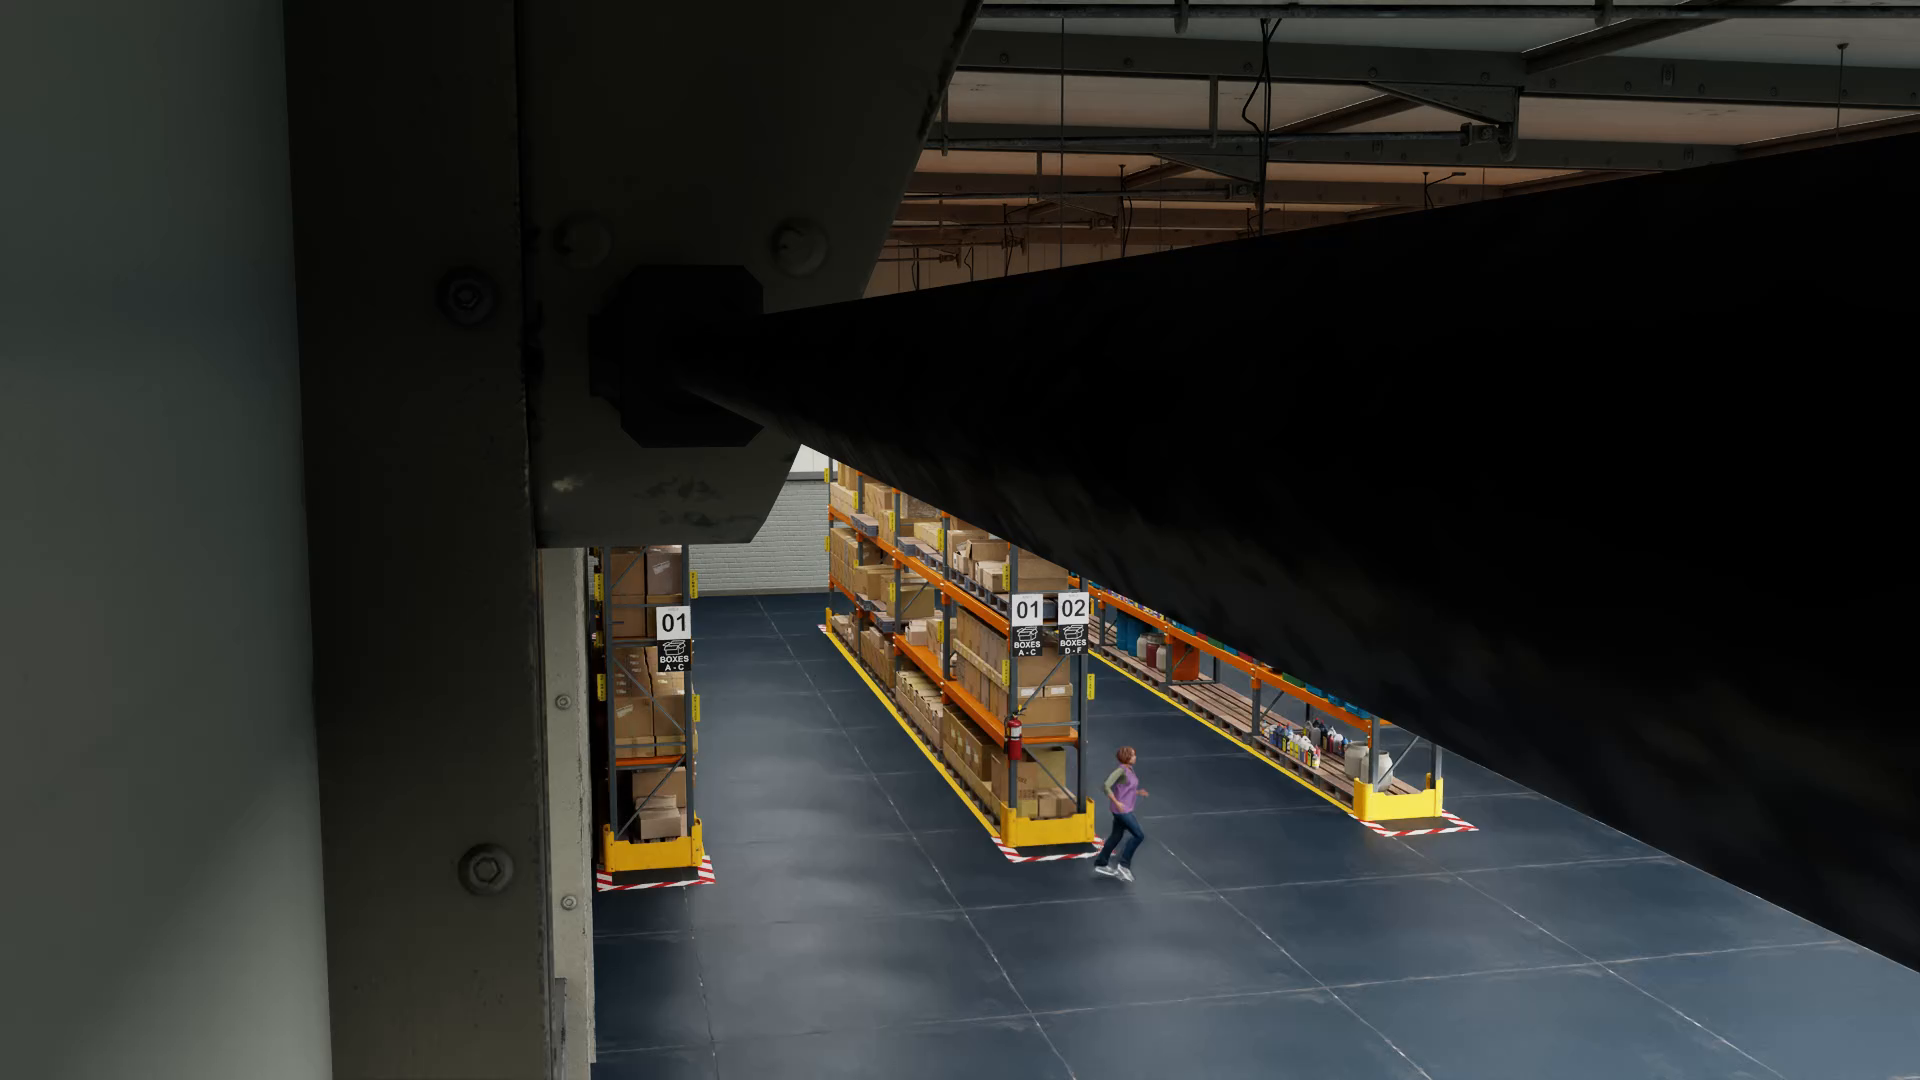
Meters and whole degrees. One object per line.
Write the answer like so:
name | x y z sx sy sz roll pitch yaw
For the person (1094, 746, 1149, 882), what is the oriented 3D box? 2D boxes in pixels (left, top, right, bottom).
person | 1.906 3.224 19.608 0.644 1.622 0.520 1 7 9

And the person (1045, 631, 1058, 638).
person | 1.507 1.870 30.384 0.704 1.729 0.581 -2 7 -17
